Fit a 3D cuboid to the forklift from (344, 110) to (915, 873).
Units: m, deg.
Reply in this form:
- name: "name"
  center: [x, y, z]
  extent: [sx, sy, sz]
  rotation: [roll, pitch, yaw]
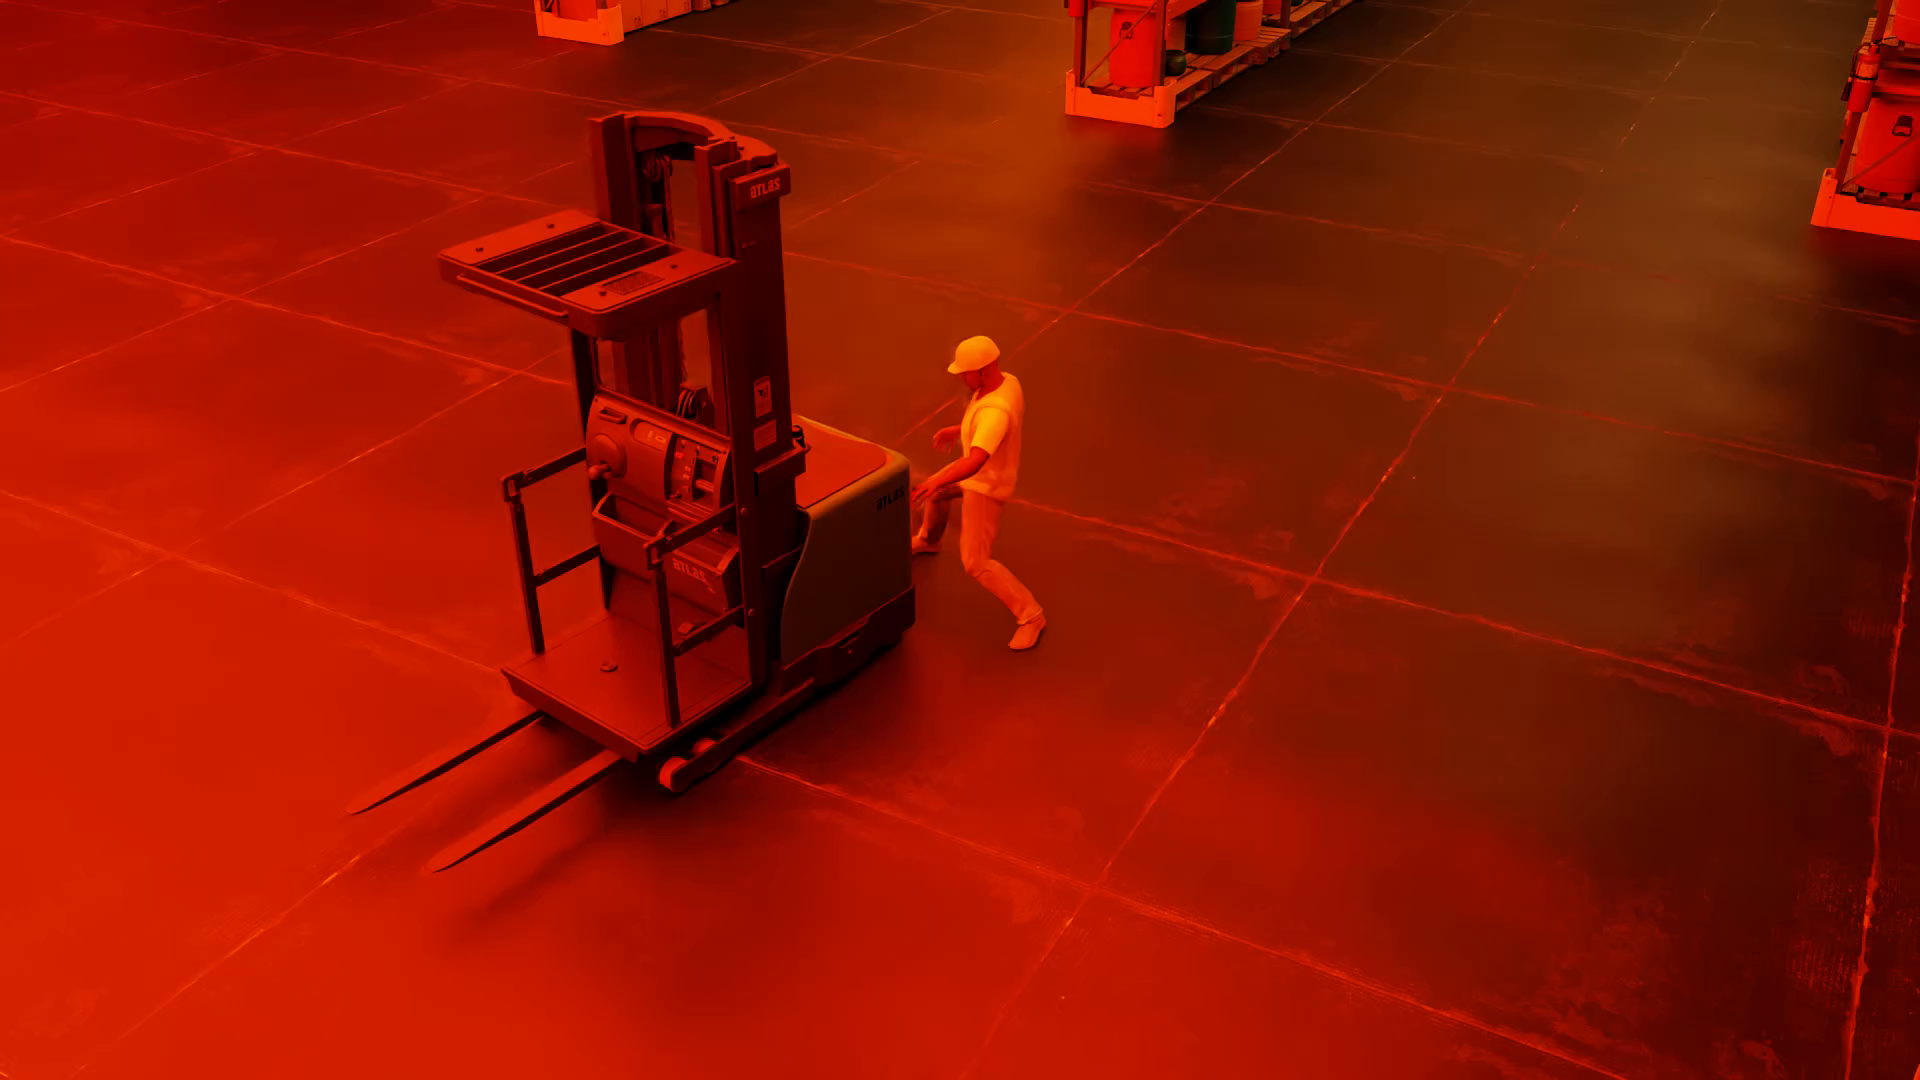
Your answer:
- name: "forklift"
  center: [-1.559, -0.351, 7.679]
  extent: [1.130, 2.935, 3.031]
  rotation: [22, 37, 33]

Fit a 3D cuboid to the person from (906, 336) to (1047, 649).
- name: "person"
  center: [0.029, -0.353, 9.070]
  extent: [0.970, 1.604, 1.055]
  rotation: [3, 30, 5]
